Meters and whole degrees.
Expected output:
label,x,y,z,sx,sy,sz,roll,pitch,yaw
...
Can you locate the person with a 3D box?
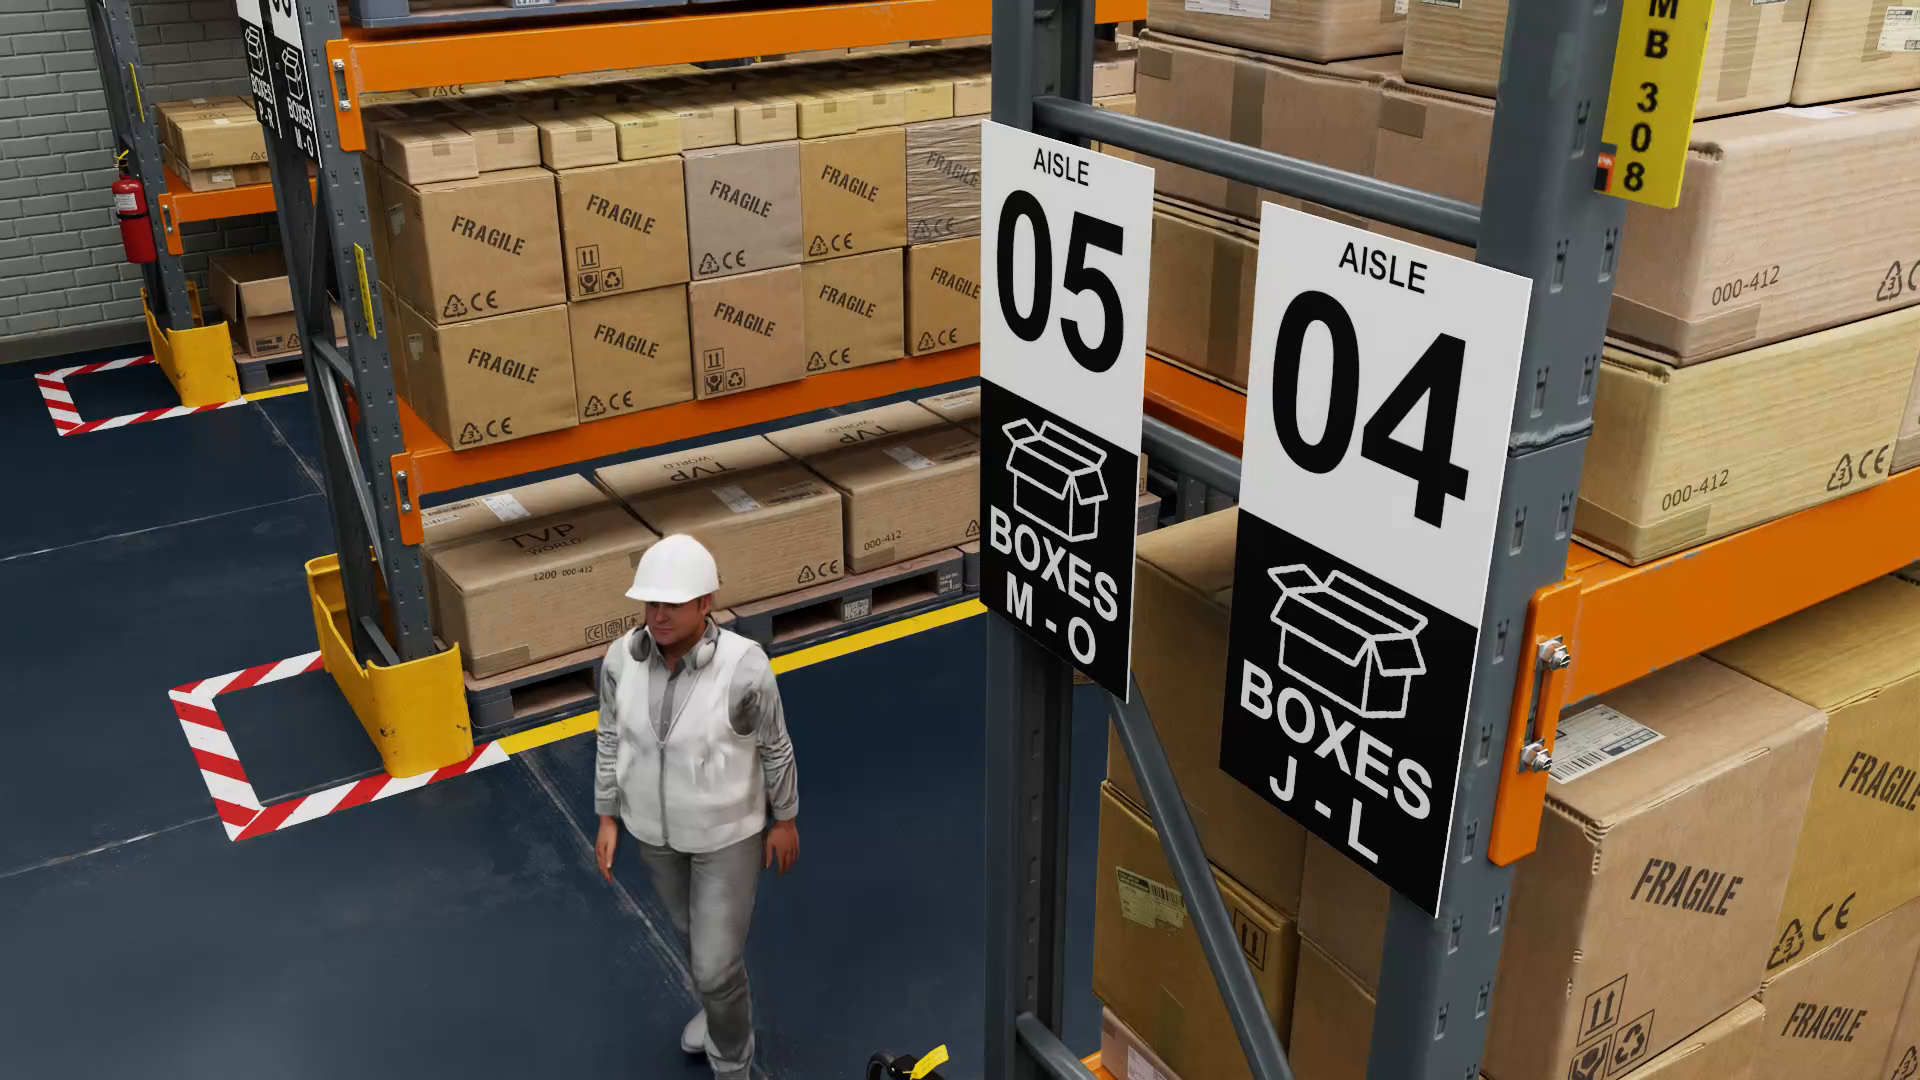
label,x,y,z,sx,sy,sz,roll,pitch,yaw
person,-0.757,0.839,4.819,0.567,1.846,0.541,8,26,17
